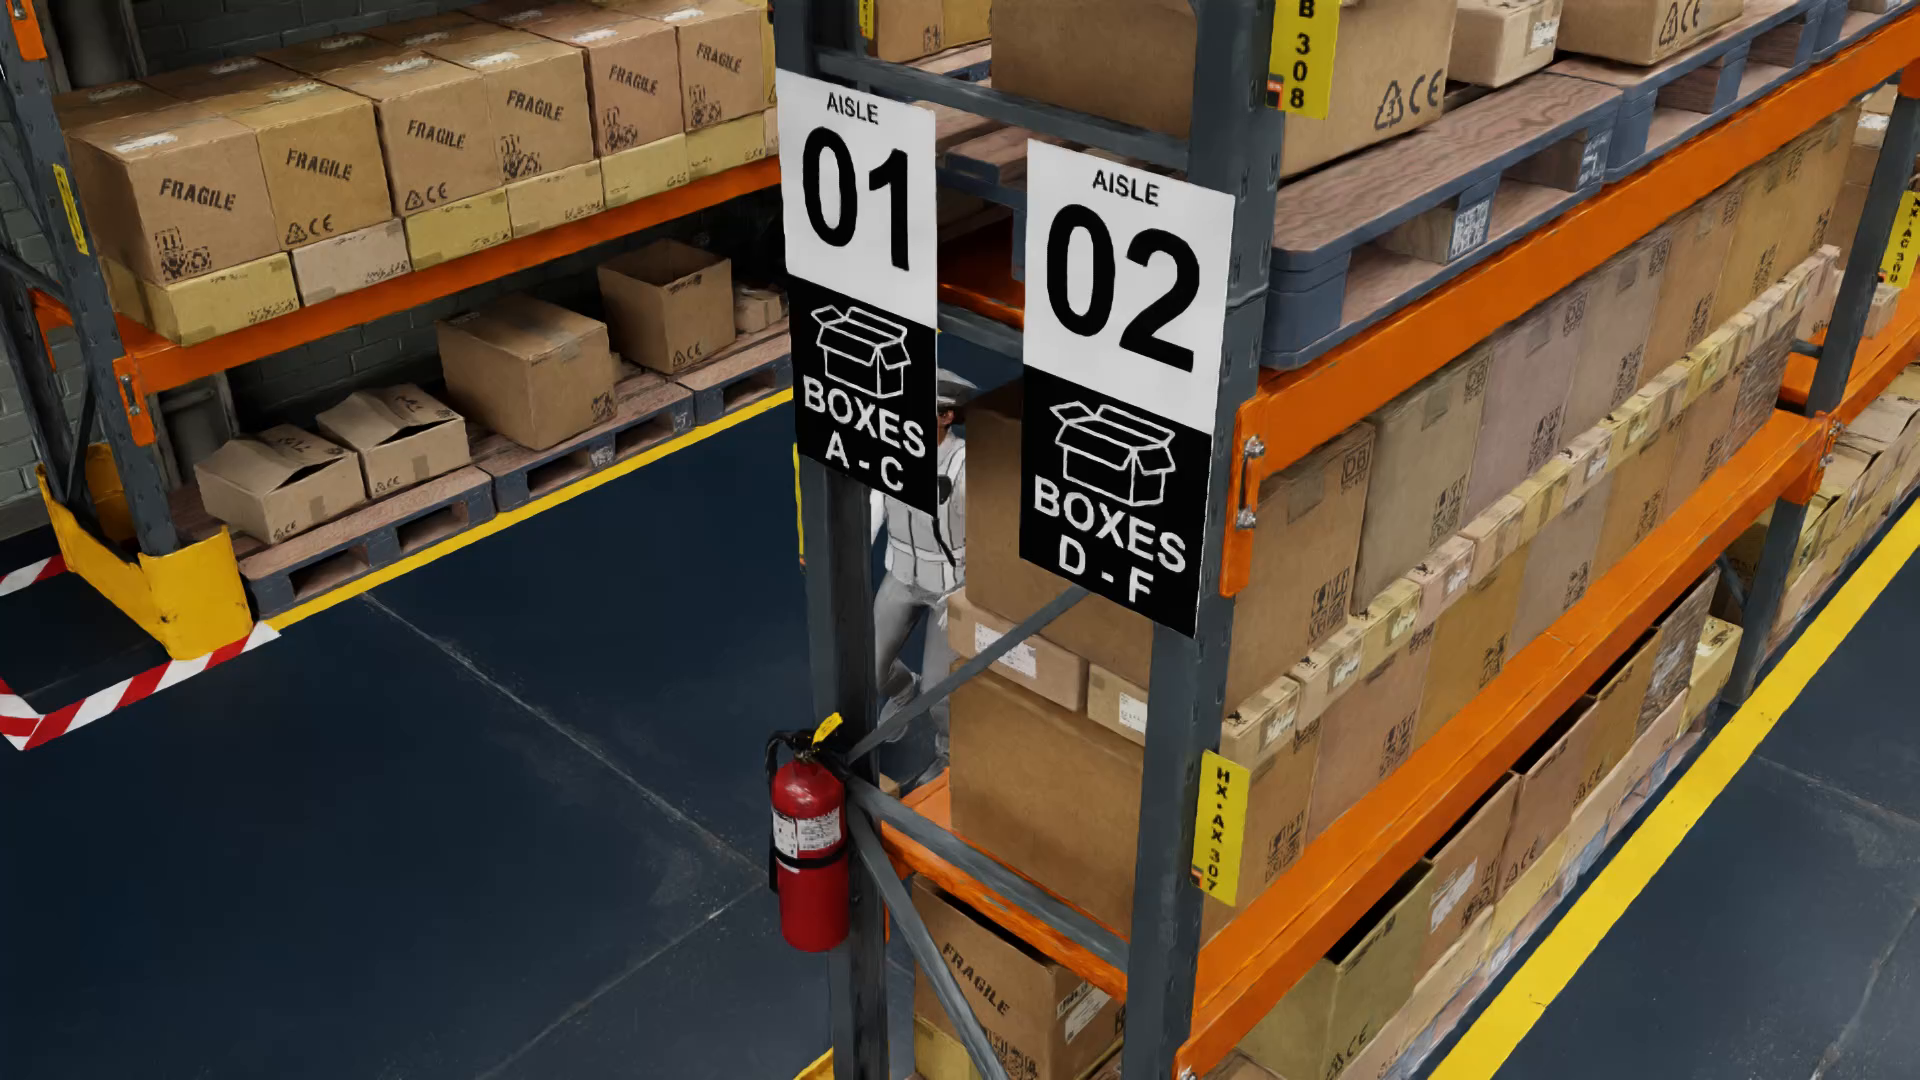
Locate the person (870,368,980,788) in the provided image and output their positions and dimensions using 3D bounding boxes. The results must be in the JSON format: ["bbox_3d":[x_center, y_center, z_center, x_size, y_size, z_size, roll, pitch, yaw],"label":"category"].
[{"bbox_3d":[-0.110,0.163,5.865,0.671,1.663,0.467,18,36,26],"label":"person"}]
